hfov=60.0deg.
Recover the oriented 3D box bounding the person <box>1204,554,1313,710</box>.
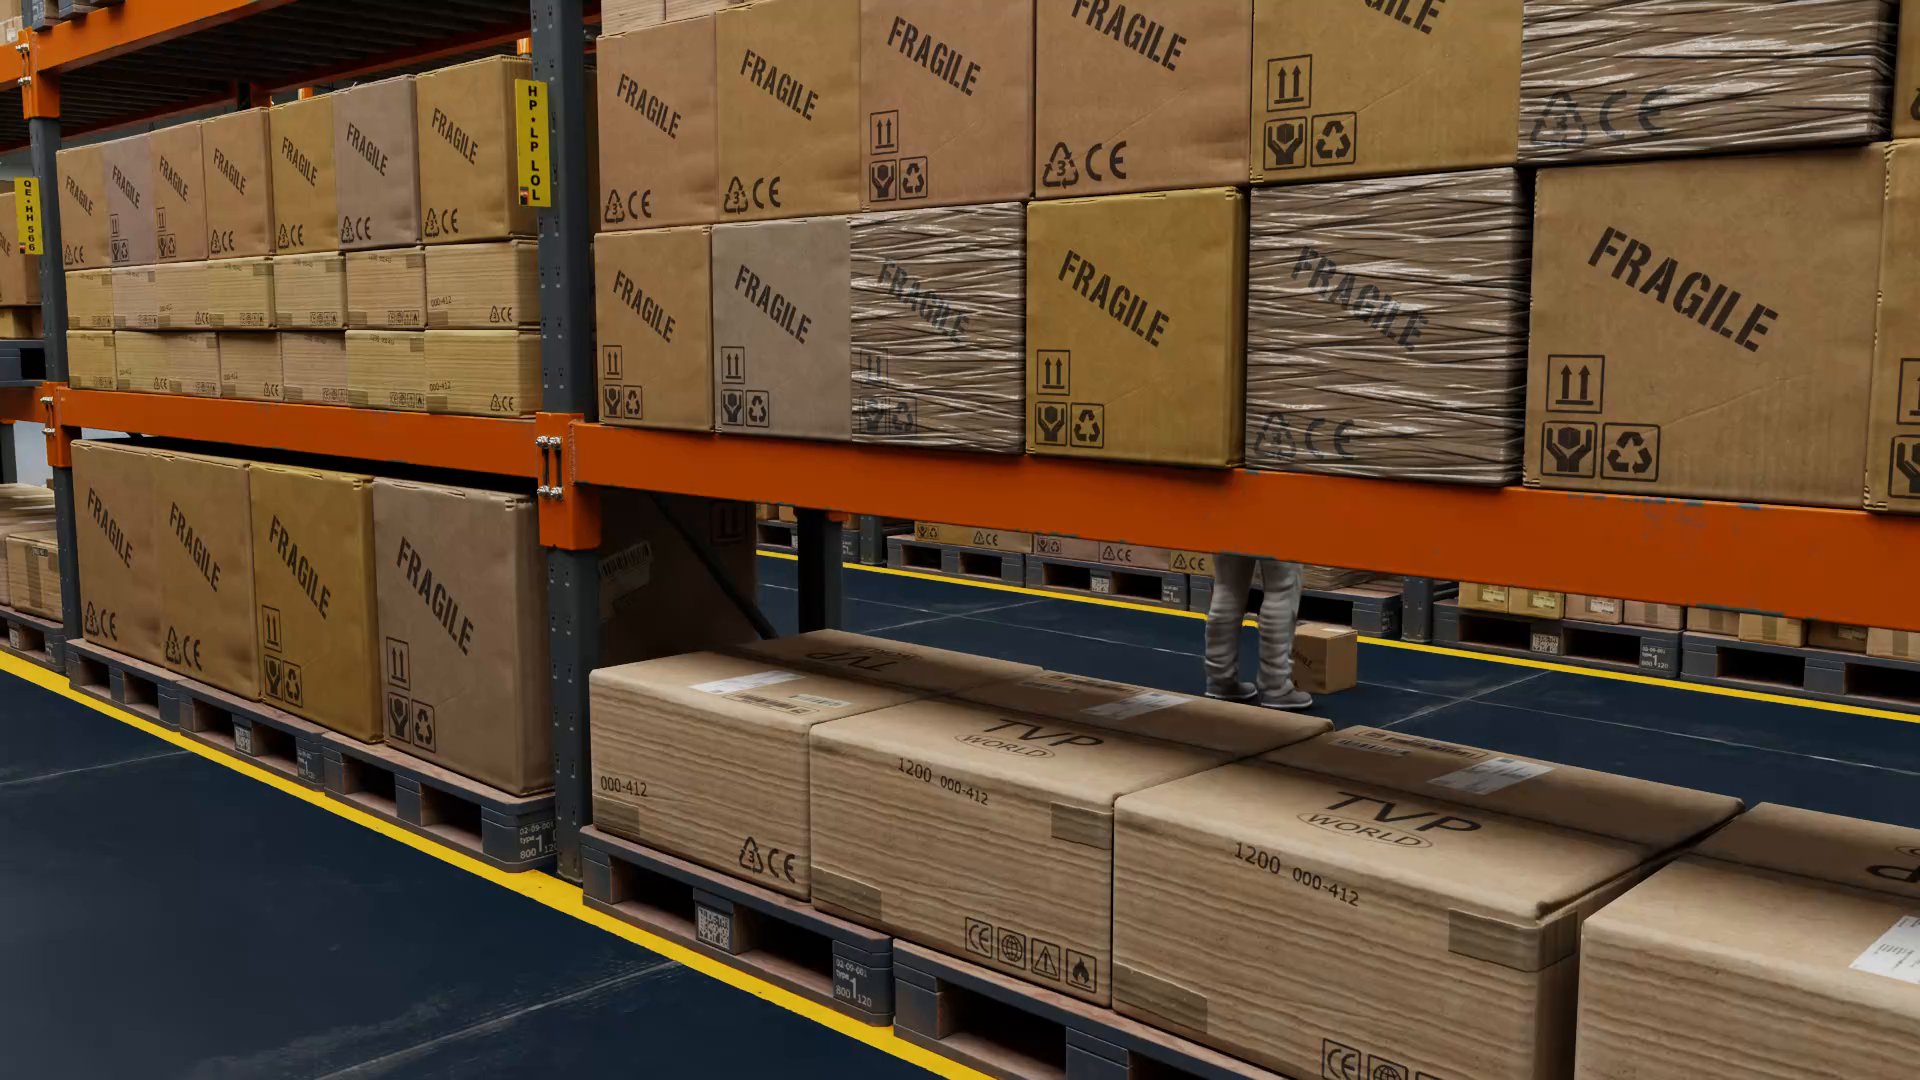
[{"bbox_3d":[1.226,-0.145,6.854,0.468,1.668,0.383,7,10,44],"label":"person"}]
